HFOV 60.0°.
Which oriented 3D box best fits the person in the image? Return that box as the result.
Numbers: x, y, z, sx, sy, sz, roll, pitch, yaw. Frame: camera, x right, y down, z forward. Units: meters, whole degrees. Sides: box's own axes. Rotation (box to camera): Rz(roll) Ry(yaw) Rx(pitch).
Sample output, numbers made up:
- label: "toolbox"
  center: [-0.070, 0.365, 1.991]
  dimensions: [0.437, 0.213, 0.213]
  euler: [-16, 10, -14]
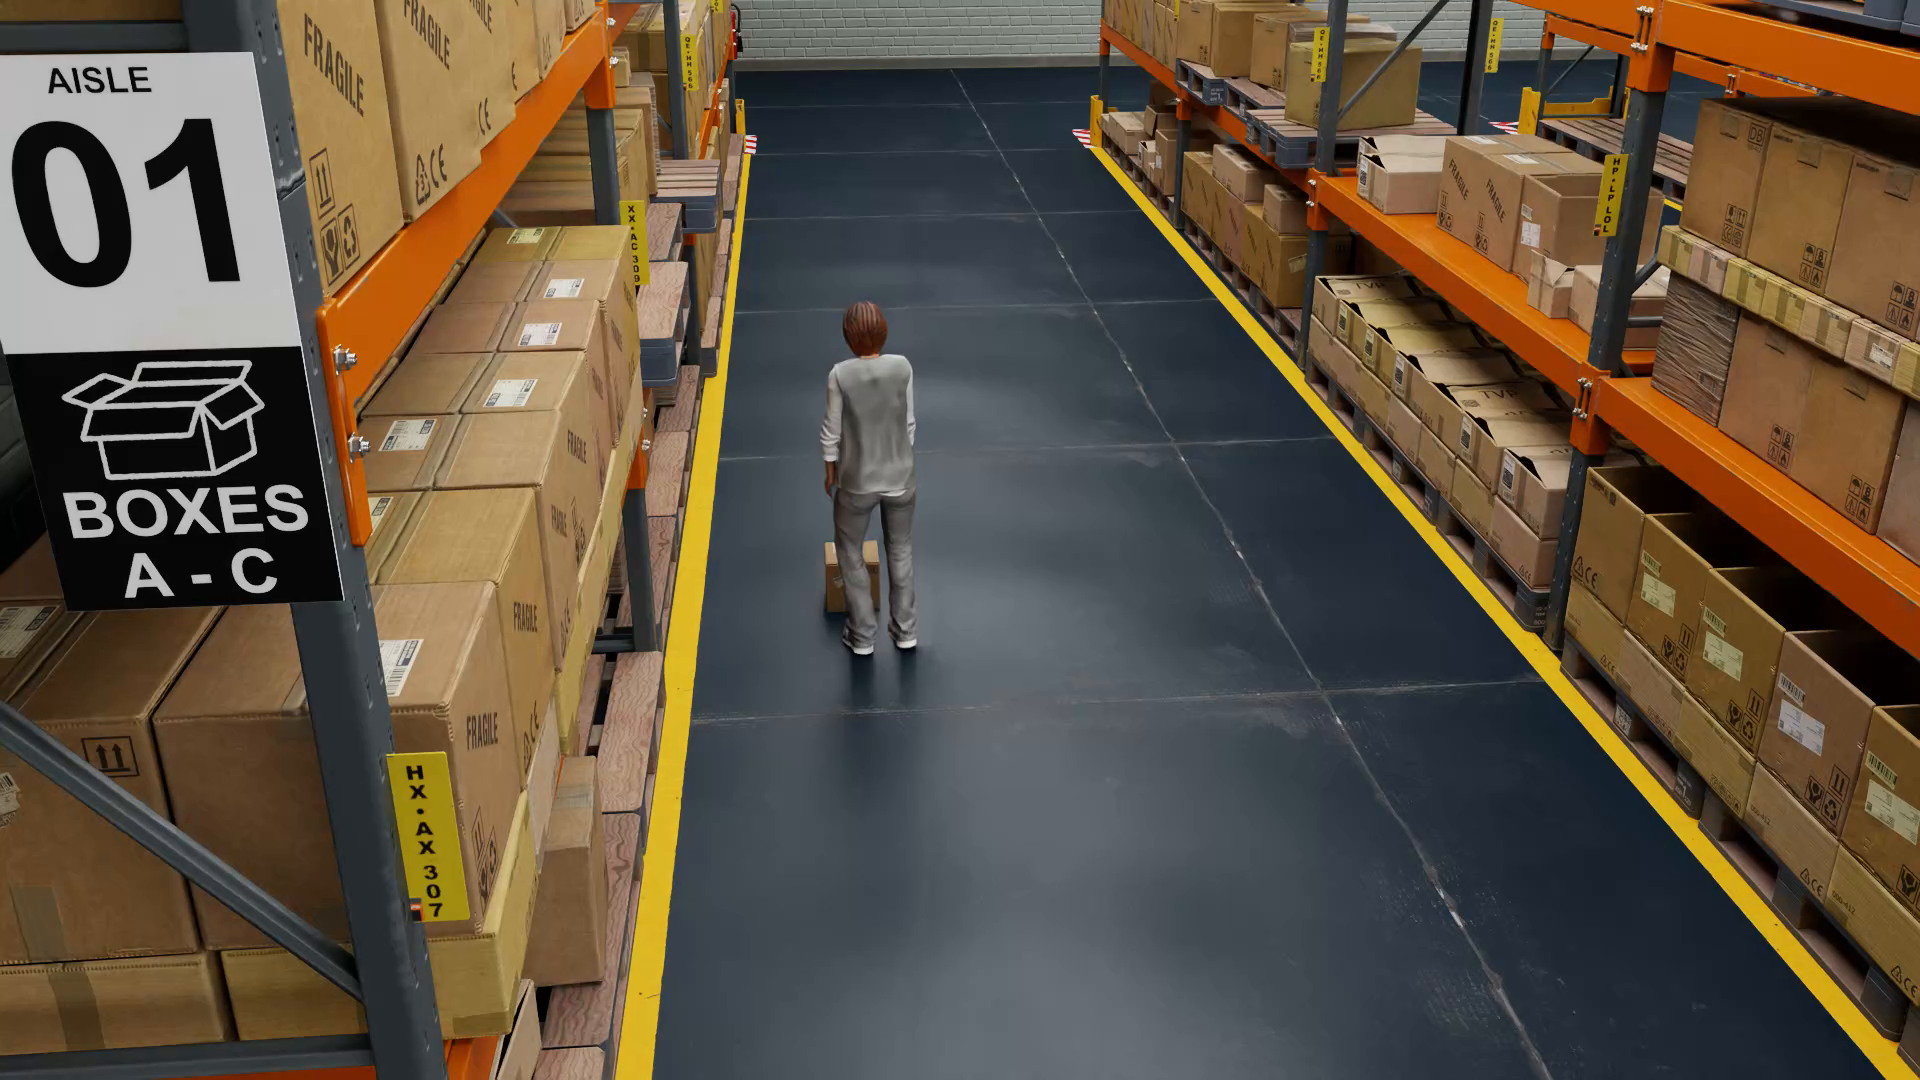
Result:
- label: "person"
  center: [-0.391, -0.244, 7.196]
  dimensions: [0.417, 1.581, 0.340]
  euler: [-7, 25, -16]
